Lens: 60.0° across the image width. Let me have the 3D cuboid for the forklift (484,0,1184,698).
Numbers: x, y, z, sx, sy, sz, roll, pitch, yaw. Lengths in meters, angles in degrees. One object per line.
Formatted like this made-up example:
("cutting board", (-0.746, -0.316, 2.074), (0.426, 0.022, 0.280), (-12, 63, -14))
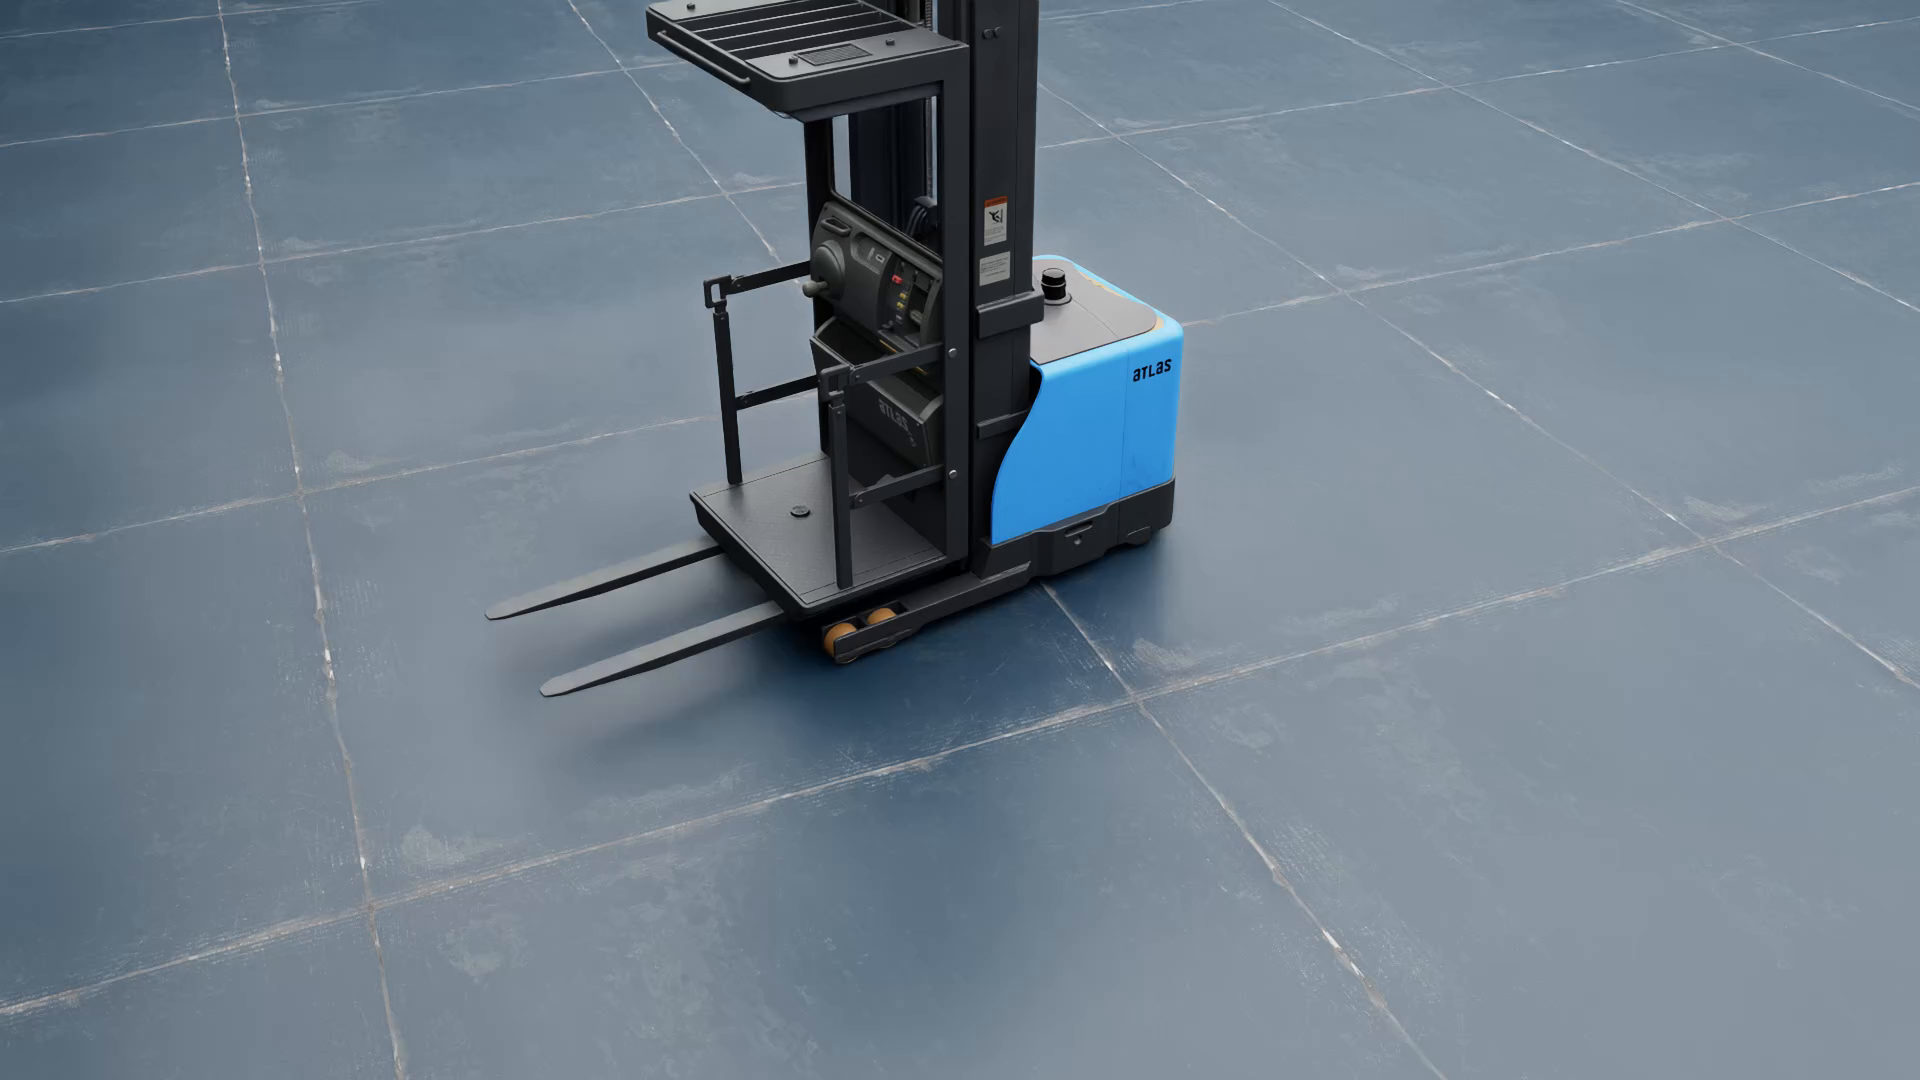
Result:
("forklift", (-0.521, -1.042, 6.664), (3.031, 2.935, 1.130), (-20, 38, -27))
